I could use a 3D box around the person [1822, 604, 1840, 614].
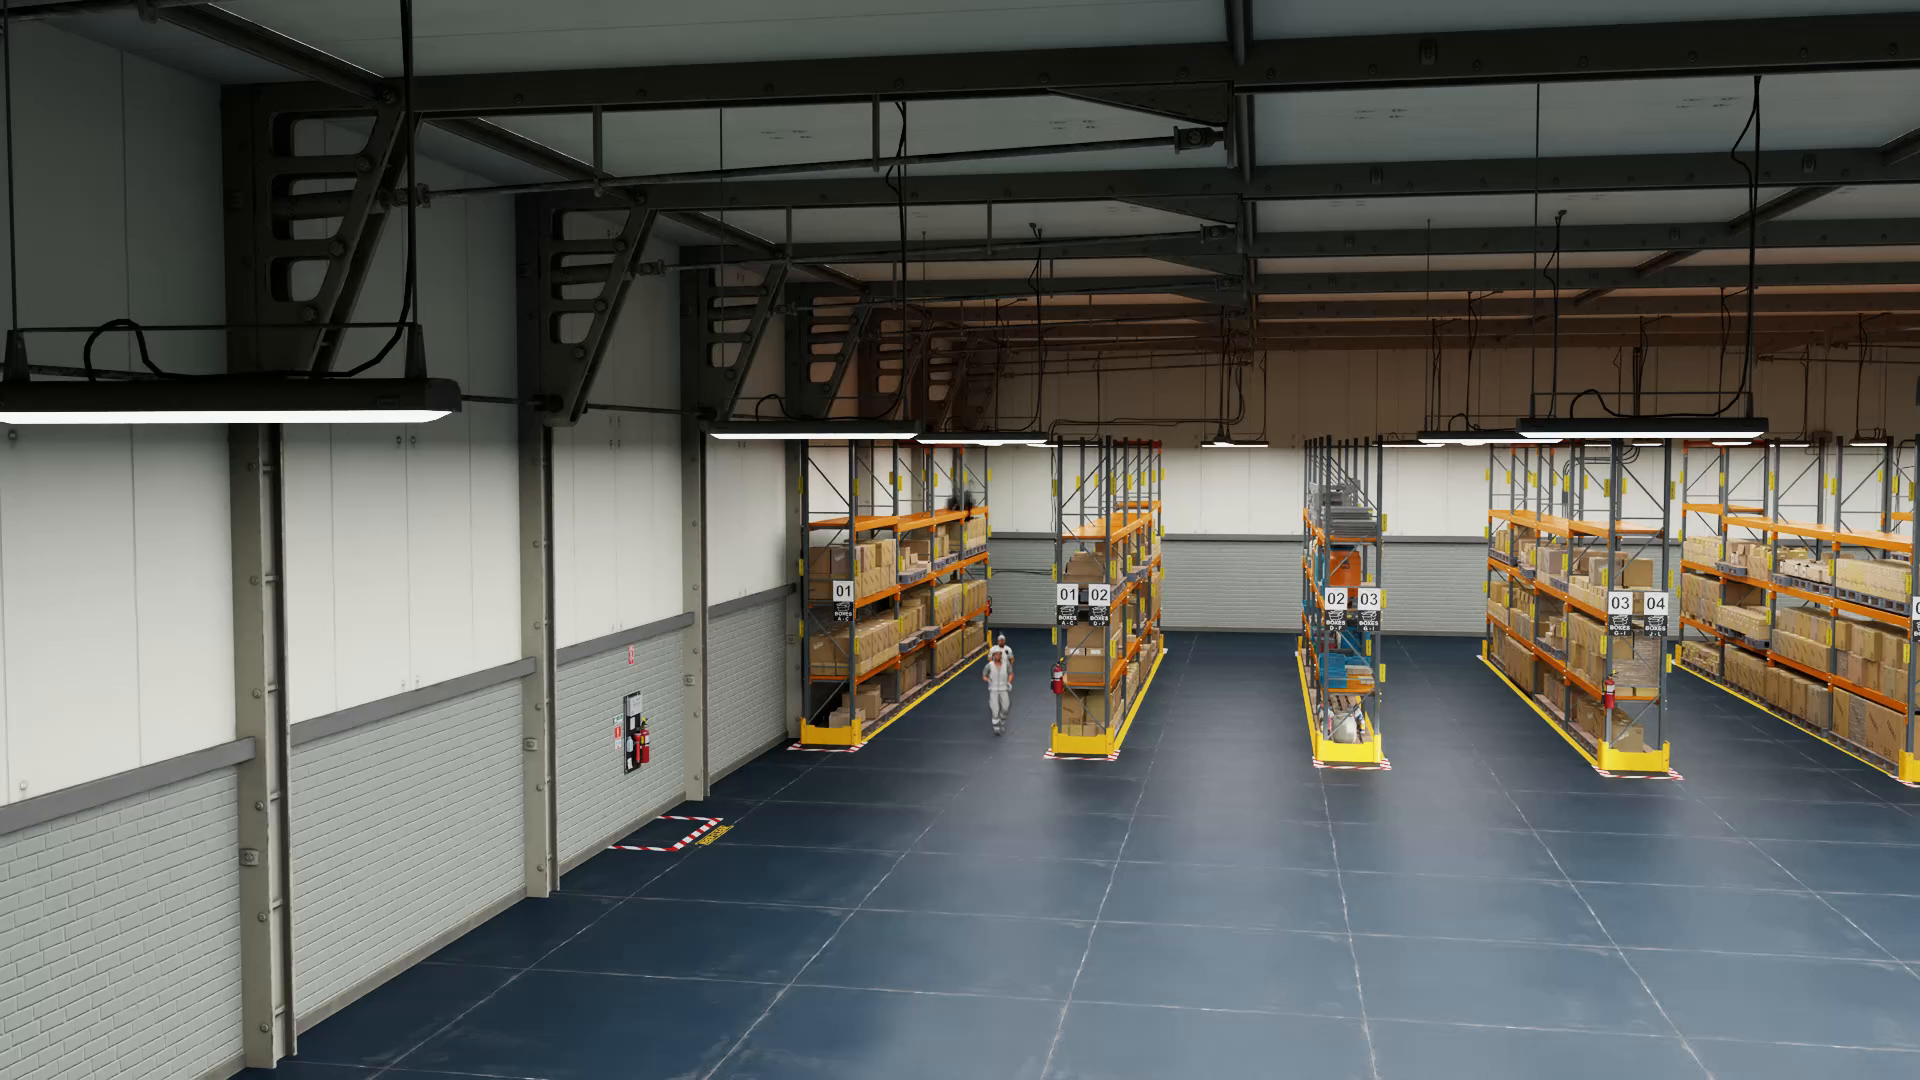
[{"bbox_3d":[23.941,2.480,45.123,1.044,1.673,0.700,1,3,20],"label":"person"}]

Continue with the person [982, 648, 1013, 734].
[{"bbox_3d":[0.781,3.034,33.301,0.643,1.741,0.581,0,3,-5],"label":"person"}]

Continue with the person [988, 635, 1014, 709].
[{"bbox_3d":[0.915,2.918,36.885,0.596,1.622,0.544,0,3,-4],"label":"person"}]
